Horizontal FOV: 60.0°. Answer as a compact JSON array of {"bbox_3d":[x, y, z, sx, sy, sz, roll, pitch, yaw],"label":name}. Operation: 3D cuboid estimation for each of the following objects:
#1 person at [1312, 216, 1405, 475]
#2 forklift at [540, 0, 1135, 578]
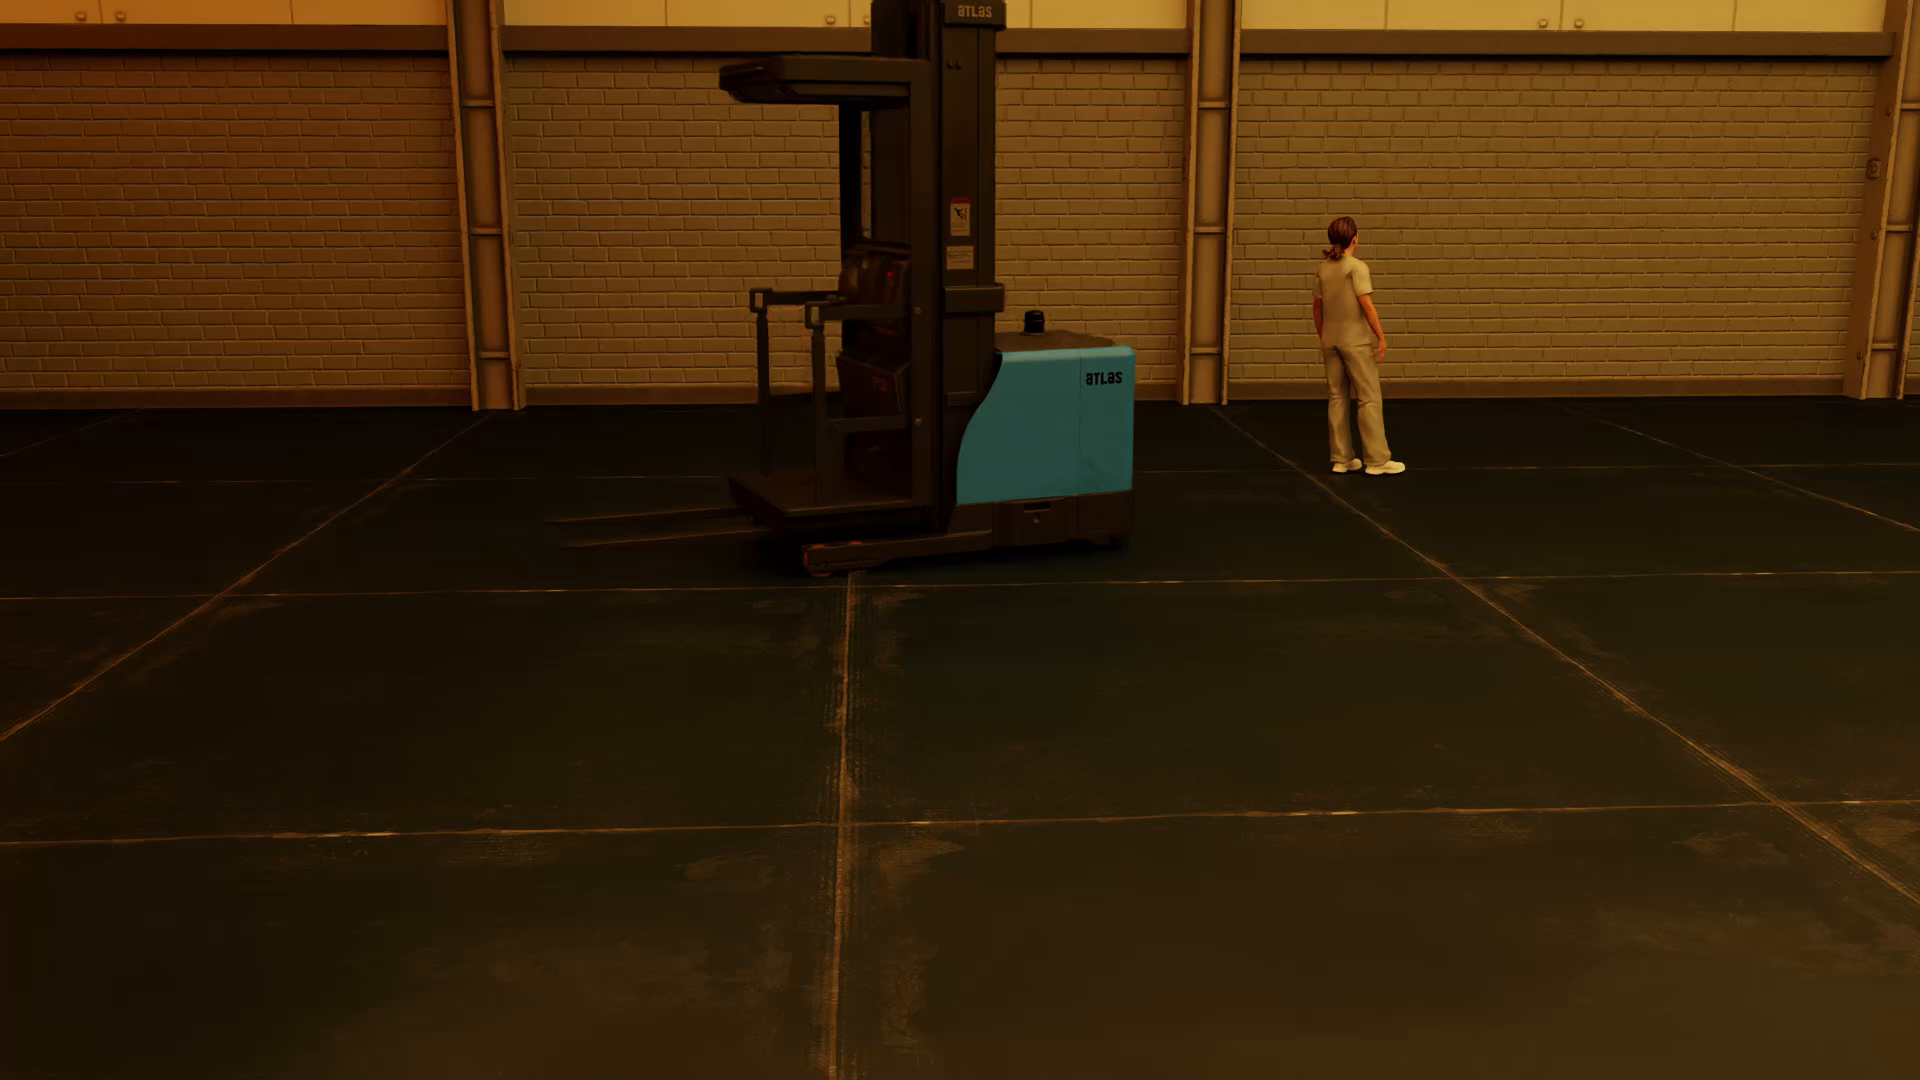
[{"bbox_3d":[2.598,-1.277,10.930,0.549,1.674,0.549,-9,16,-36],"label":"person"},{"bbox_3d":[-0.631,-1.372,8.524,3.031,2.935,1.130,-5,14,-22],"label":"forklift"}]
